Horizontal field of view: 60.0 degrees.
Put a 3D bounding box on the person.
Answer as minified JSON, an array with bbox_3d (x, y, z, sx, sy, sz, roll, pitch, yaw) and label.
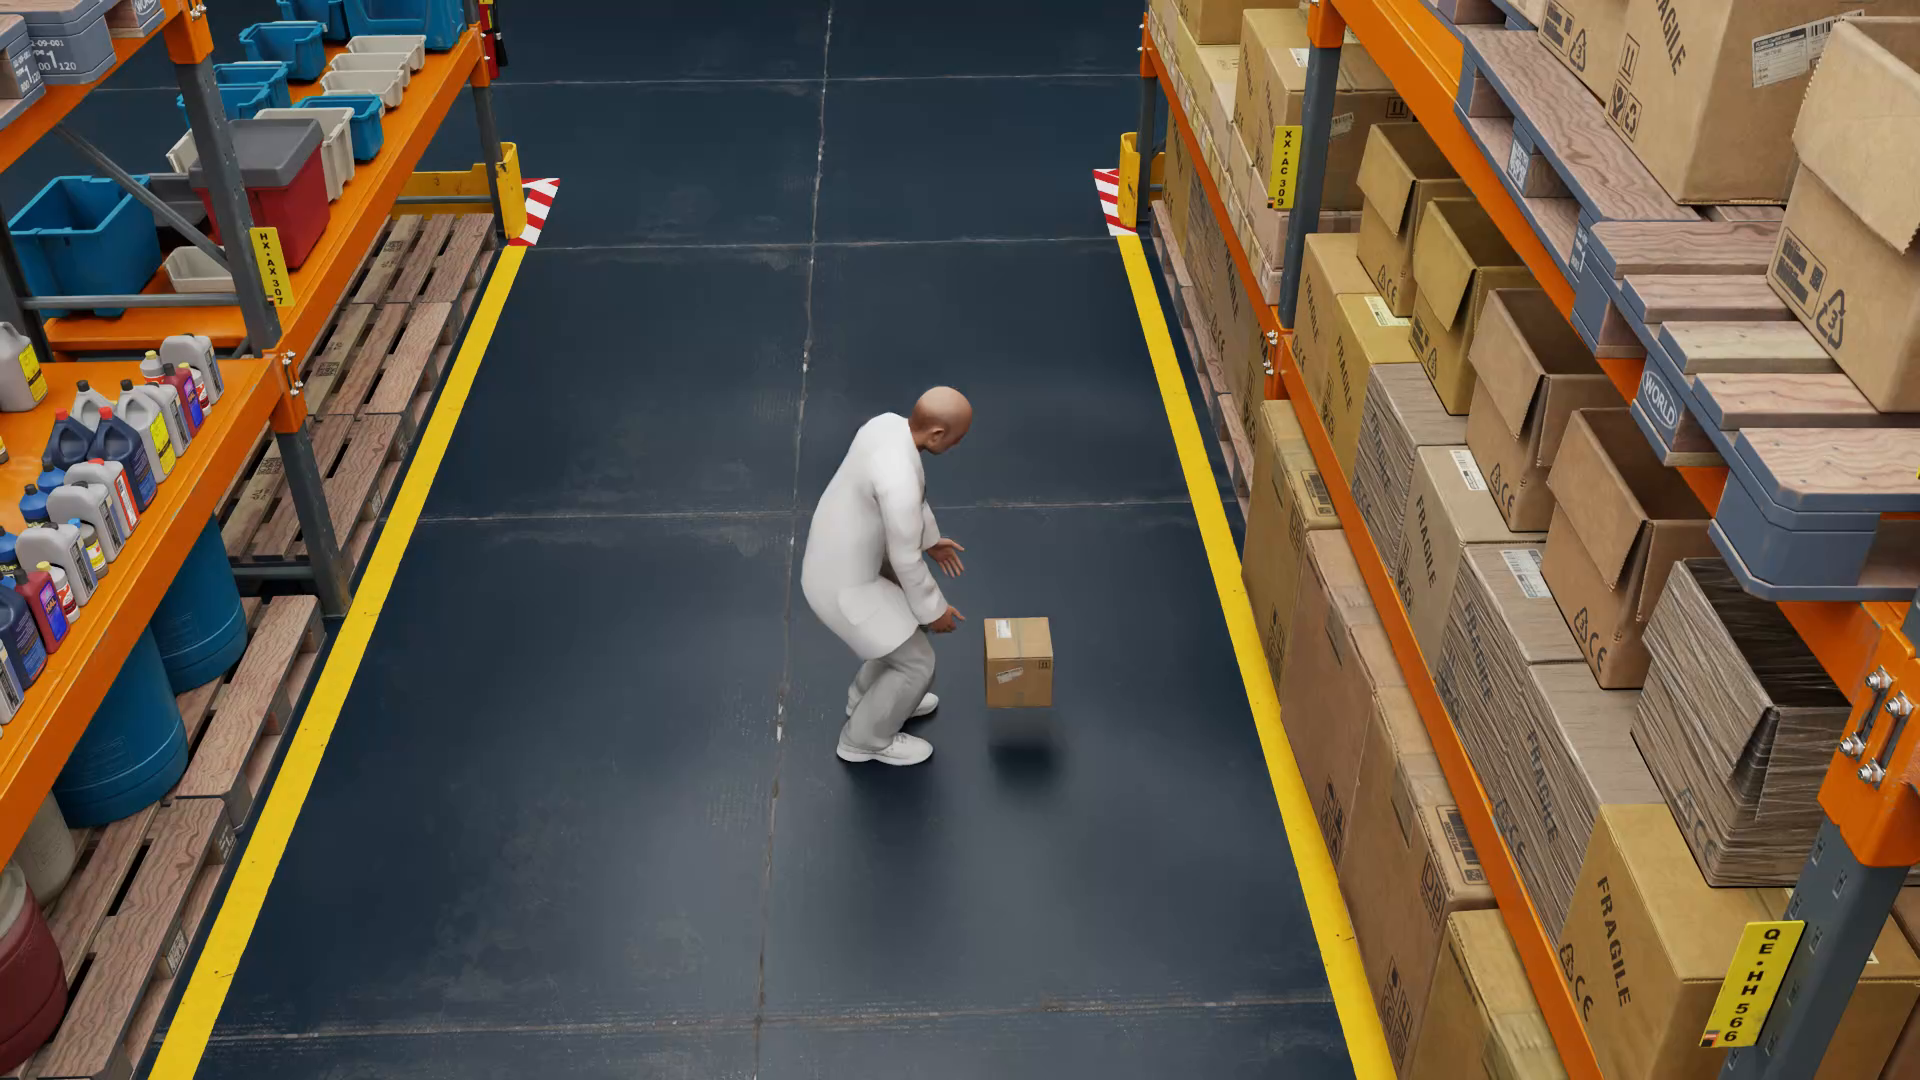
[{"bbox_3d":[-0.273,0.120,6.212,0.635,1.526,0.628,-1,35,-2],"label":"person"}]
